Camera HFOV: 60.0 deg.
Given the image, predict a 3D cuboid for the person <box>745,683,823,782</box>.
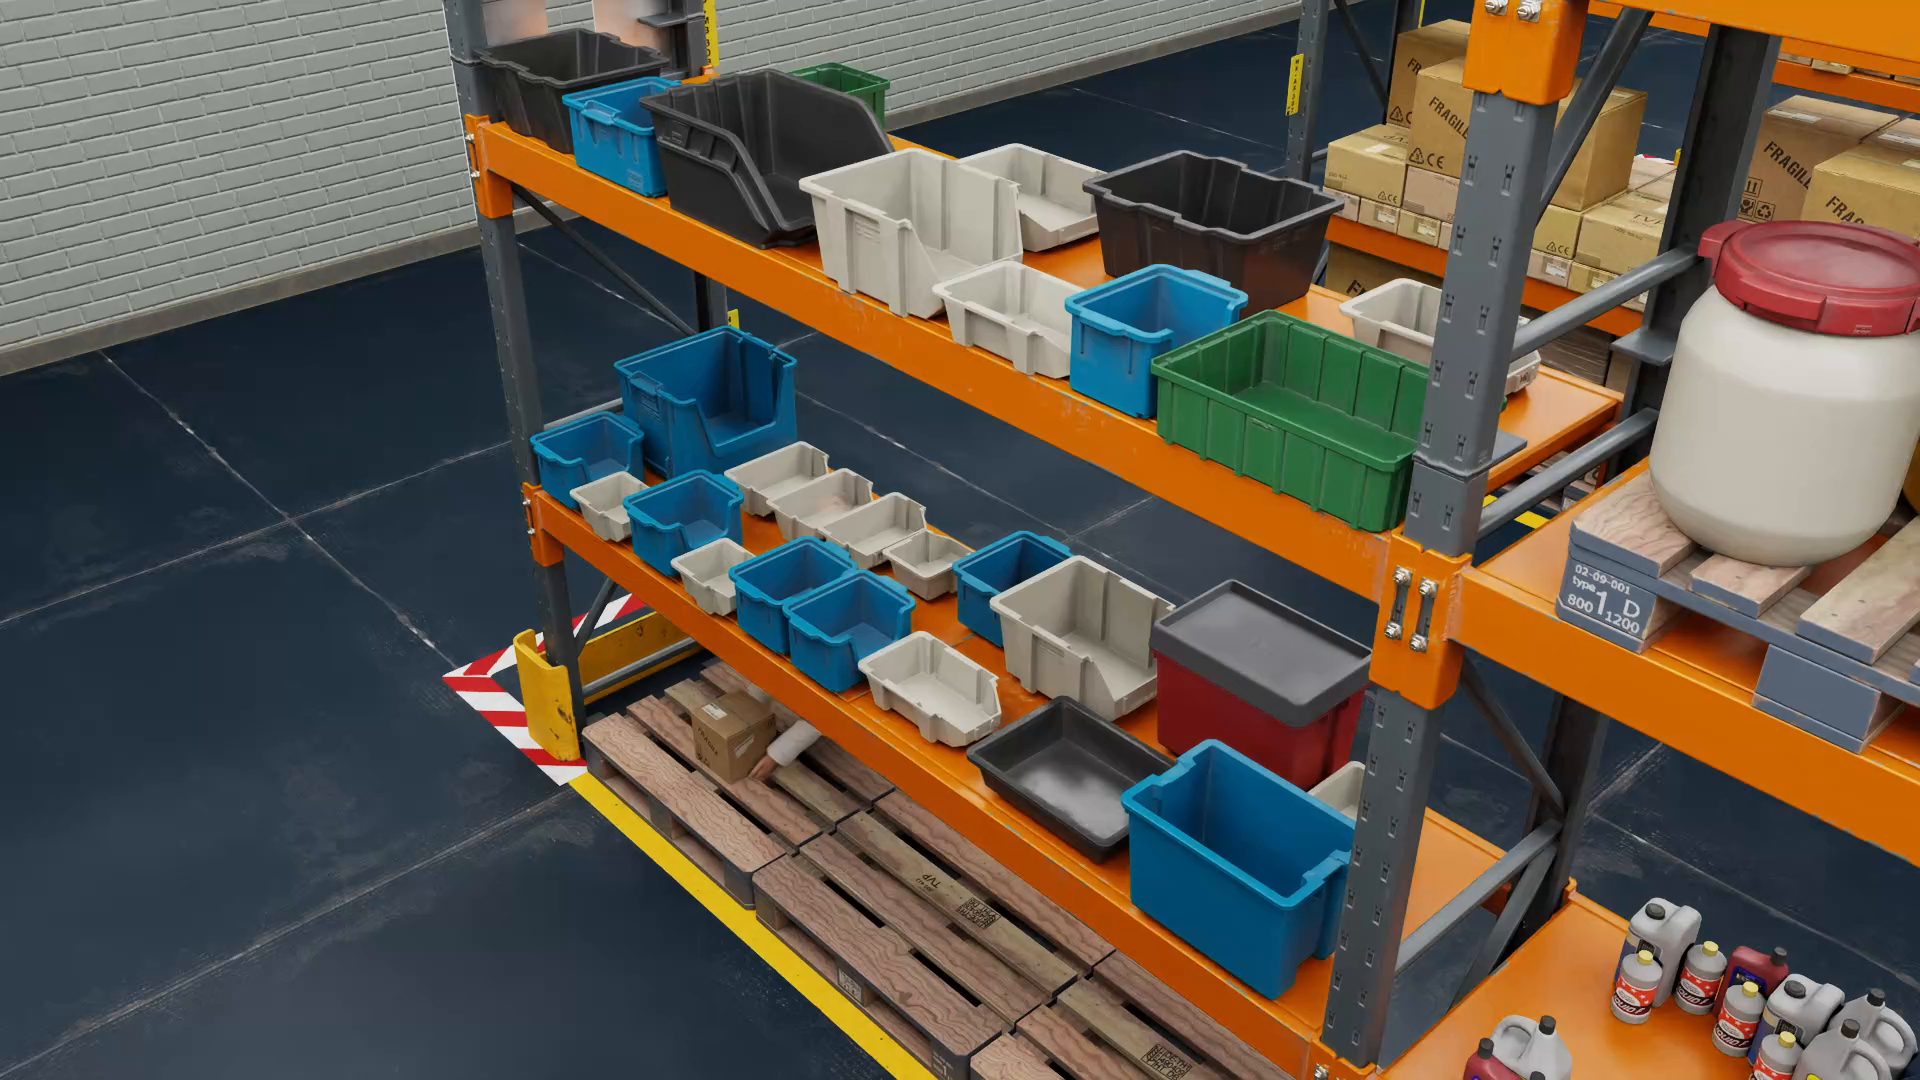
[{"bbox_3d":[-0.500,0.639,7.021,1.131,0.824,0.591,-14,34,-22],"label":"person"}]
